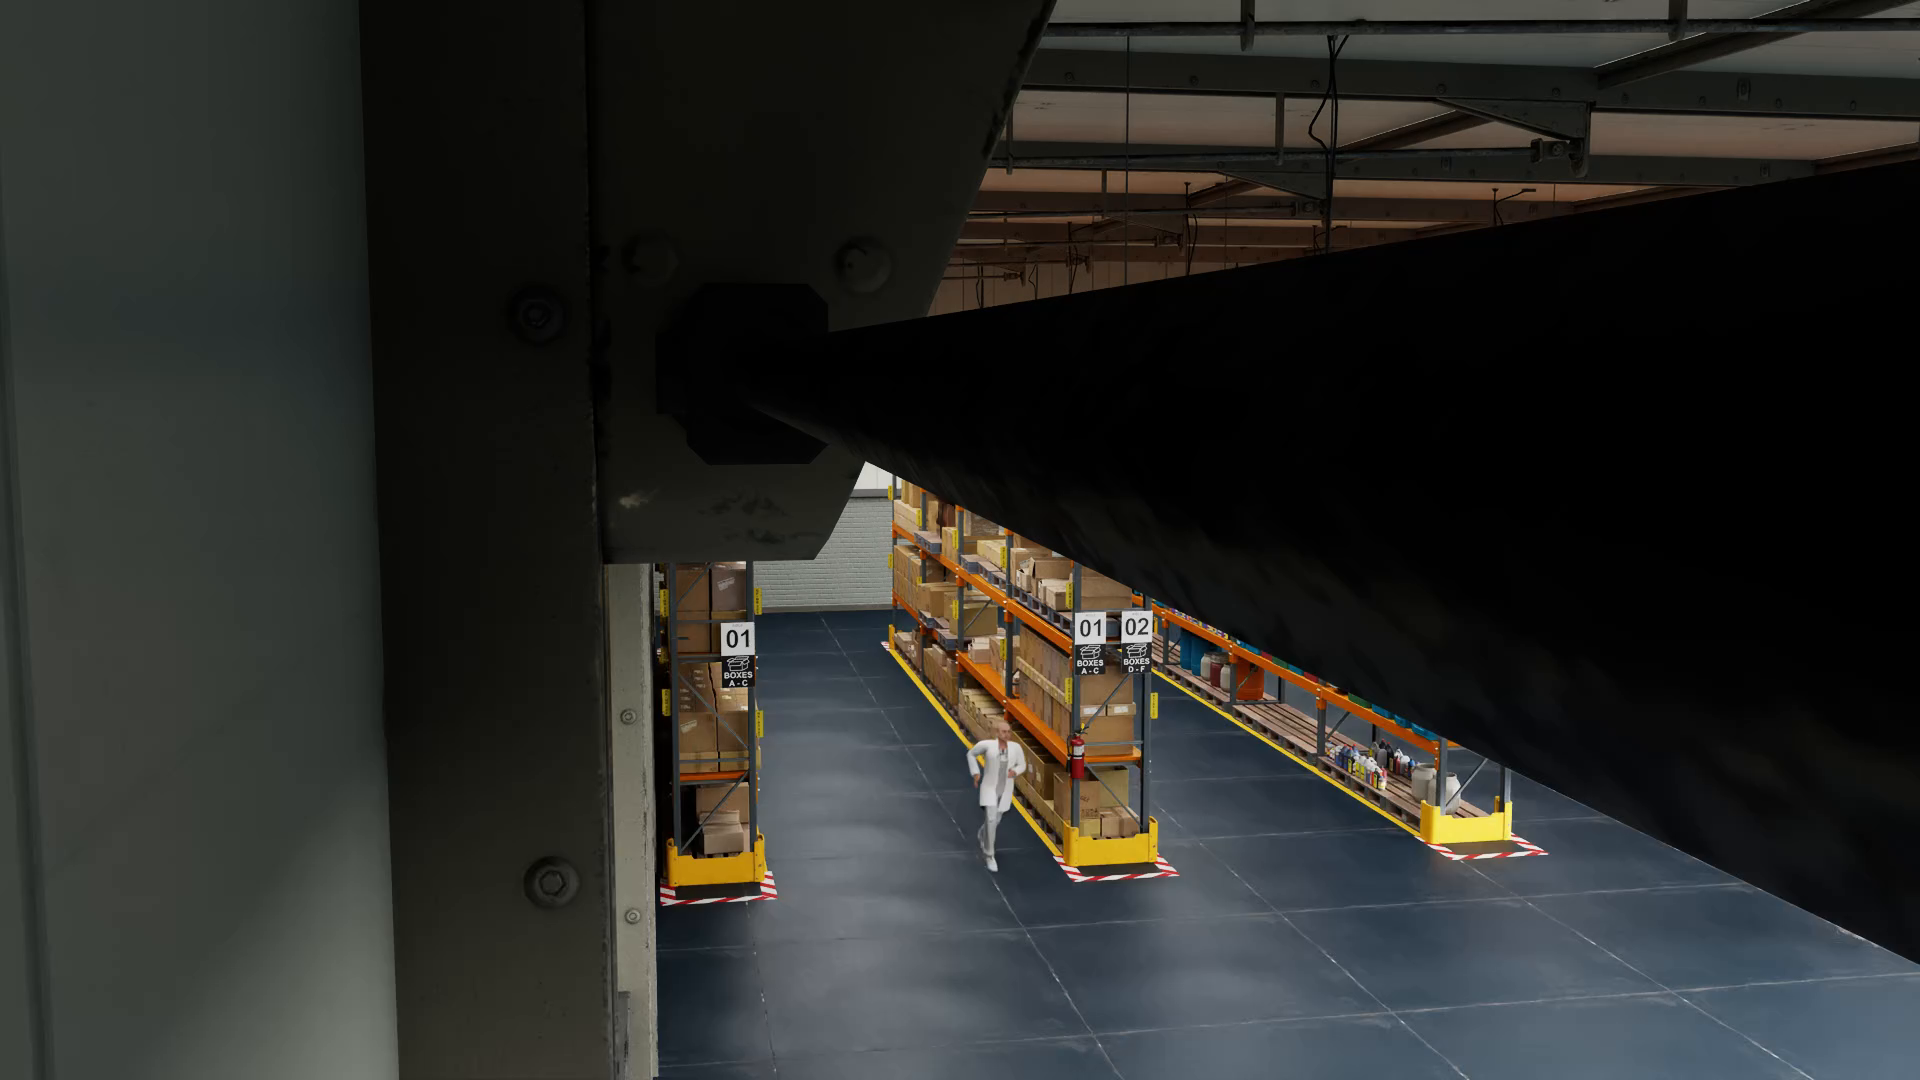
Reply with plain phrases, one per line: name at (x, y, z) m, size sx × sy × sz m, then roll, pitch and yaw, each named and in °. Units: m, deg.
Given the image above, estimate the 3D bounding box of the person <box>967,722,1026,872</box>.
person at (0.481, 3.193, 21.077) m, size 0.717 × 1.814 × 0.975 m, roll -2°, pitch 6°, yaw -18°
